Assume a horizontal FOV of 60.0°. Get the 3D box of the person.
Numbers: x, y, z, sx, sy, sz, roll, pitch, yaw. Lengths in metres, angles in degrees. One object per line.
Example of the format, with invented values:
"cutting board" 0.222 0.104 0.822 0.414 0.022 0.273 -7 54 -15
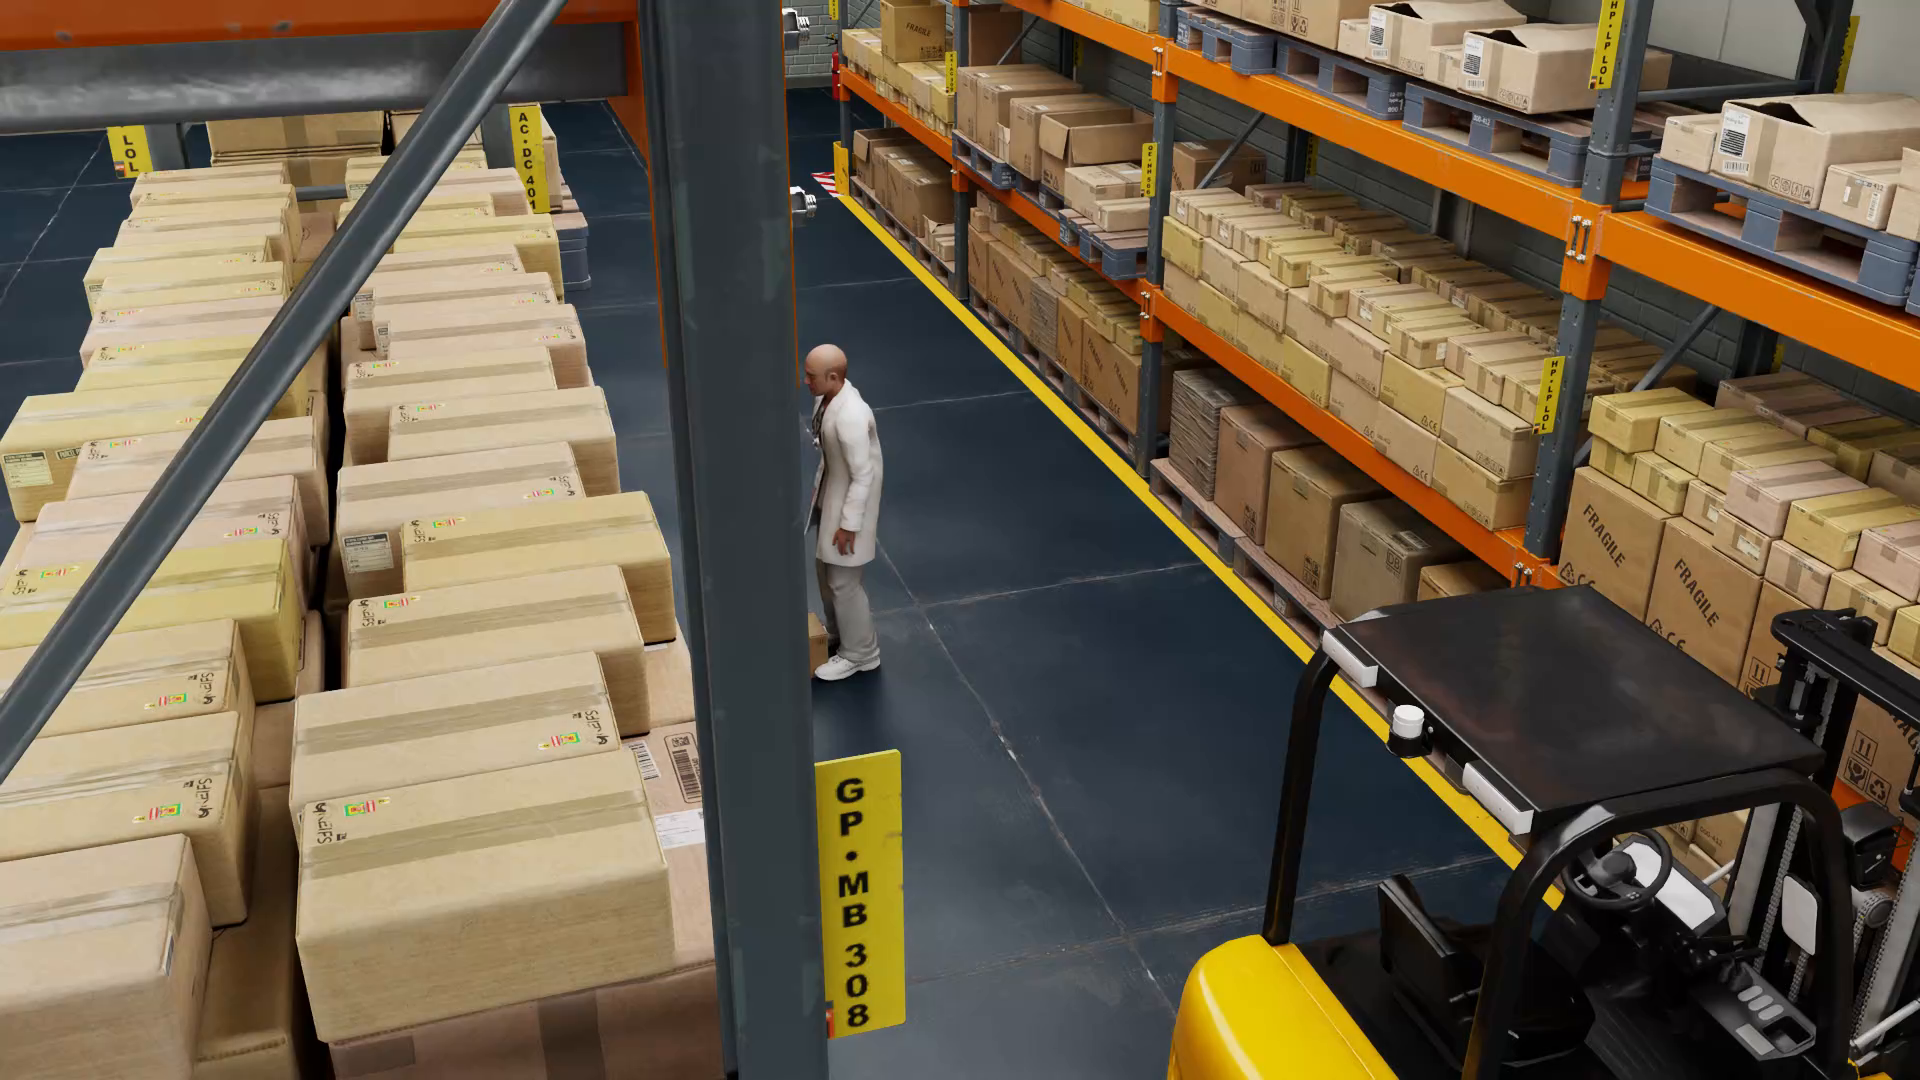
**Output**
"person" -0.611 -0.159 8.458 0.427 1.774 0.643 -8 27 -16
